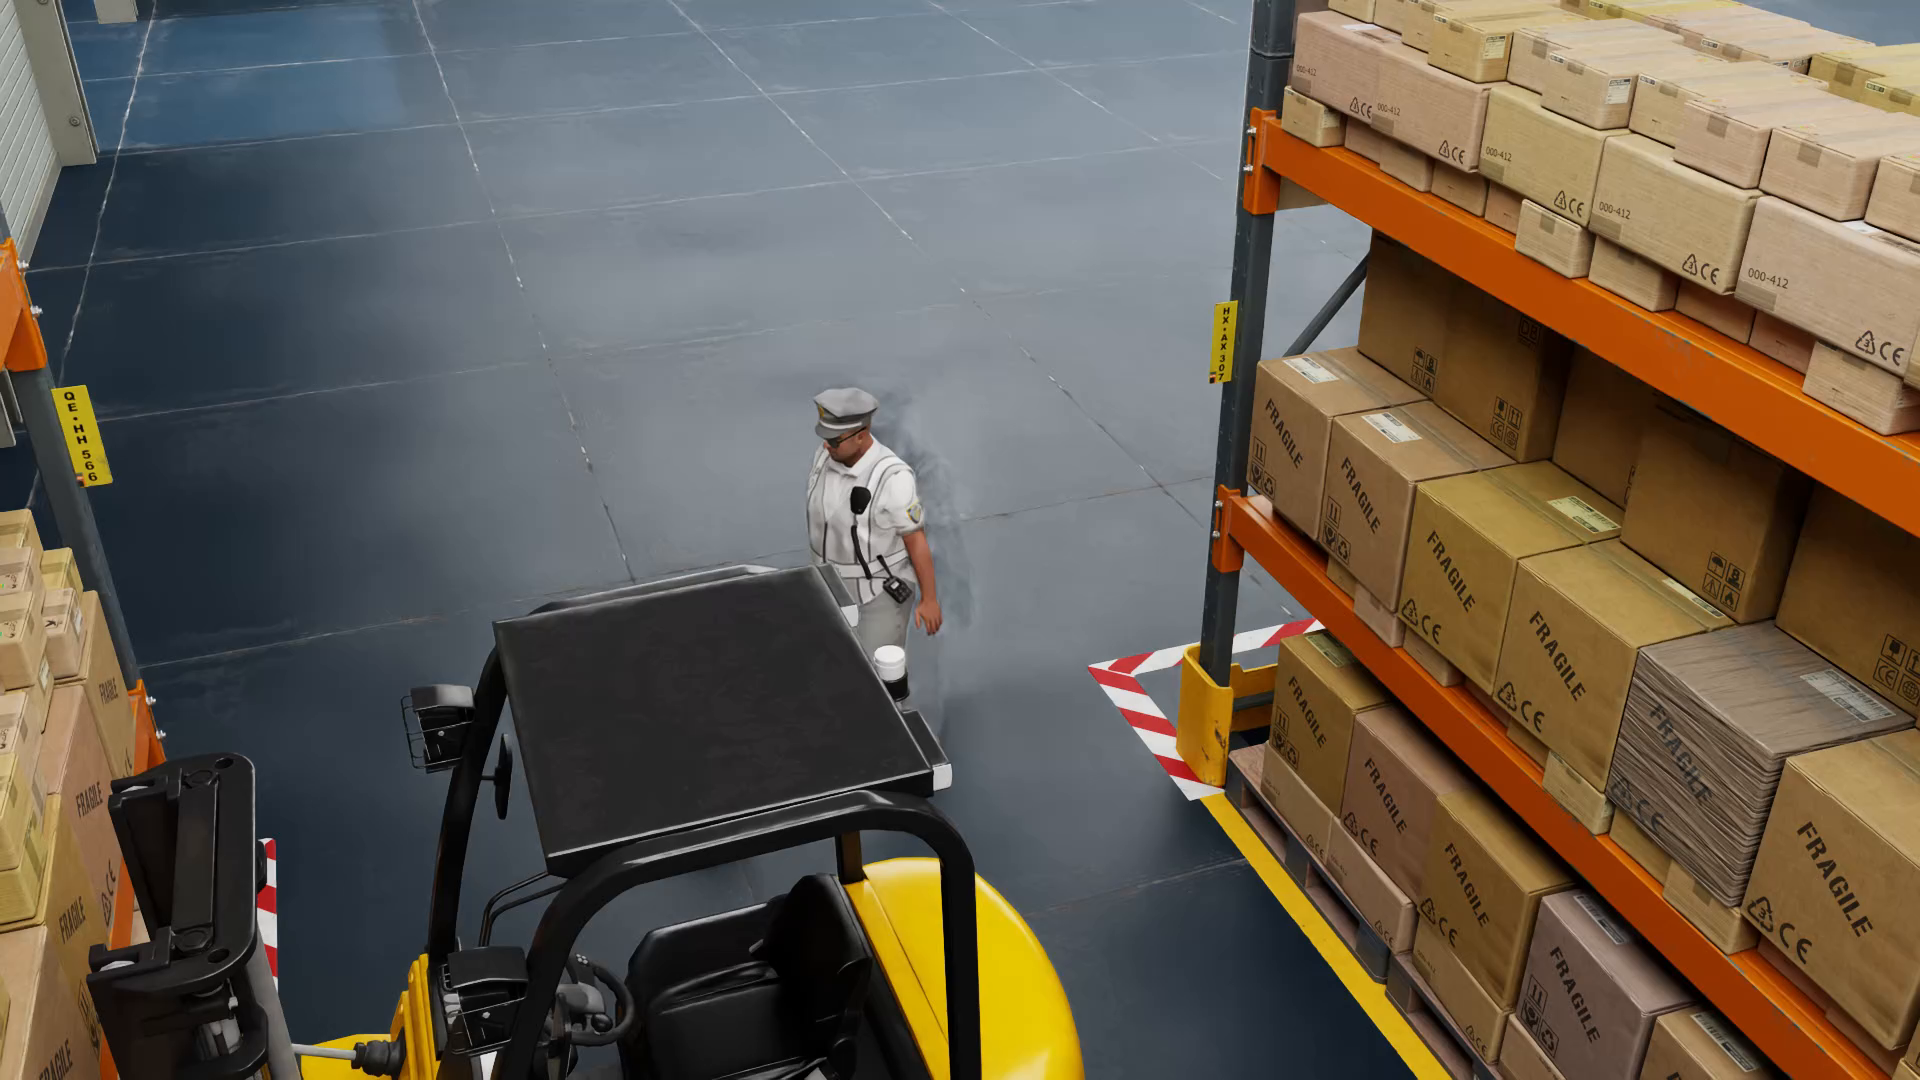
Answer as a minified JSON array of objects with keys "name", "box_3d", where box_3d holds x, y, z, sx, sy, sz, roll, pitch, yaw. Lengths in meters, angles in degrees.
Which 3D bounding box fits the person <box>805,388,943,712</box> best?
[{"name":"person","box_3d":[-0.393,0.156,6.835,0.718,1.715,0.683,-26,39,-38]}]
